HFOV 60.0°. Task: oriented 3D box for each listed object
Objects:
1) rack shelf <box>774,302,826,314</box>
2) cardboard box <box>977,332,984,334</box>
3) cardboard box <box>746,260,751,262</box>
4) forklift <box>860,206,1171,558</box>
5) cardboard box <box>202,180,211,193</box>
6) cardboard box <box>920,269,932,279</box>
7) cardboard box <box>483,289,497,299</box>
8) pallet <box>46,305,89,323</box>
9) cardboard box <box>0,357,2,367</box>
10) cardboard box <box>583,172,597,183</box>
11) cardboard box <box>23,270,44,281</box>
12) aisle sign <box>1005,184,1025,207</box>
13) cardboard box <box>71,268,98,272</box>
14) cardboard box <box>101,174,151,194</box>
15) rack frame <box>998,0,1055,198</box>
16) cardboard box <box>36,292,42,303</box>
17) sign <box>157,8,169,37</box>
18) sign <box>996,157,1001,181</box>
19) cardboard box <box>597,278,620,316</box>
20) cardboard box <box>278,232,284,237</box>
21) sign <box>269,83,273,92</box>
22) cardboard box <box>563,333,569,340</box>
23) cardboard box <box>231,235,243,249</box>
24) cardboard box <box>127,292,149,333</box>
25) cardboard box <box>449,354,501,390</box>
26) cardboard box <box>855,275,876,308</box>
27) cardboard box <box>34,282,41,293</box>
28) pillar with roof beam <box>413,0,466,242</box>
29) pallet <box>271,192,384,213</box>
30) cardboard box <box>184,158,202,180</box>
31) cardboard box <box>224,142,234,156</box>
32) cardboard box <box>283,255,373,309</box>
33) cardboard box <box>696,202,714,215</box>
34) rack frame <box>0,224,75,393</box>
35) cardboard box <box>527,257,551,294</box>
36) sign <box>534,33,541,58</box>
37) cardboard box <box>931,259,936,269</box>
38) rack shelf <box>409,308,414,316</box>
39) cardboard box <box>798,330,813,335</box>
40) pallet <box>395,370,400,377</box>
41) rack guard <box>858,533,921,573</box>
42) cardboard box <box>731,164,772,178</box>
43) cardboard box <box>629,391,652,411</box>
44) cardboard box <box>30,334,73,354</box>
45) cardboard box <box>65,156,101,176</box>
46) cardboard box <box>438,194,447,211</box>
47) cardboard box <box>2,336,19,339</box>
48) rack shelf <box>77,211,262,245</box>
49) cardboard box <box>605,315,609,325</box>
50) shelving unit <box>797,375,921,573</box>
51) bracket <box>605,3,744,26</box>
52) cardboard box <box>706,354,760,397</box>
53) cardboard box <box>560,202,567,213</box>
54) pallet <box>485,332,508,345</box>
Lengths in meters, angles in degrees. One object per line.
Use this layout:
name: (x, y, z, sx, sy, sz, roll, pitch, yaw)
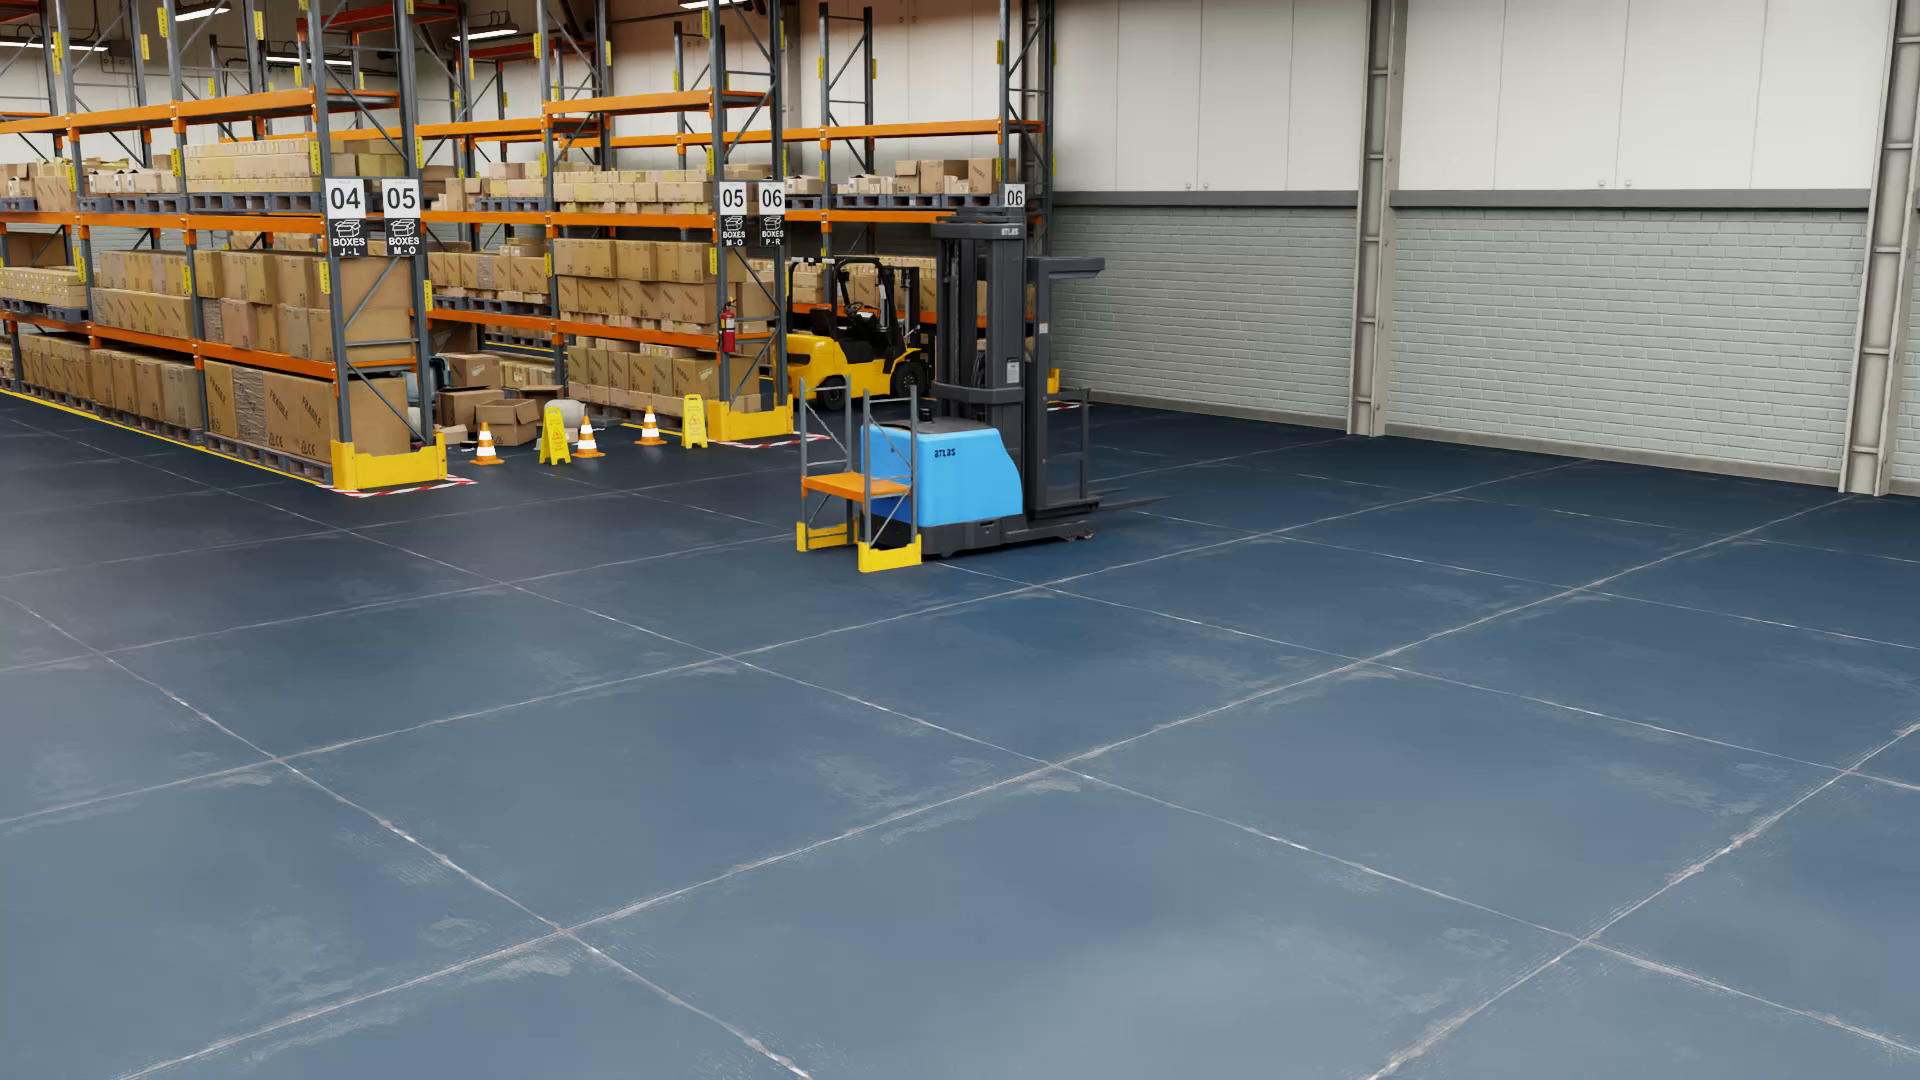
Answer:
rack shelf: (-3.189, -4.013, 28.741, 1.077, 0.370, 4.000, -11, 16, -43)
cardboard box: (0.075, -3.082, 25.734, 0.500, 0.250, 0.500, -11, 16, -43)
cardboard box: (-3.664, -4.750, 28.677, 0.380, 0.149, 0.250, -10, 16, -41)
forklift: (0.599, -1.500, 14.927, 3.031, 2.935, 1.130, -9, 14, -36)
cardboard box: (-8.548, -4.103, 19.294, 0.380, 0.149, 0.250, -11, 16, -43)
cardboard box: (-0.391, -4.052, 25.291, 0.380, 0.149, 0.250, -11, 16, -42)
cardboard box: (-6.986, -3.732, 25.174, 0.380, 0.149, 0.250, -10, 15, -41)
pallet: (-12.237, -3.256, 23.757, 1.213, 0.211, 1.003, -11, 16, -43)
cardboard box: (-15.271, -2.876, 26.723, 0.250, 0.149, 0.380, 11, 16, 43)
cardboard box: (-4.875, -4.911, 22.528, 0.380, 0.149, 0.250, -11, 16, -43)
cardboard box: (-13.597, -3.909, 24.556, 0.380, 0.149, 0.250, -10, 15, -40)
aisle sign: (0.788, -4.713, 23.910, 0.394, 0.787, 0.004, -11, 16, -43)
cardboard box: (-13.112, -3.997, 24.986, 0.250, 0.149, 0.380, 11, 16, 43)
cardboard box: (-10.981, -4.702, 21.949, 0.500, 0.250, 0.500, -10, 16, -41)
rack frame: (0.955, -6.428, 23.813, 1.000, 3.000, 0.127, -11, 16, -43)
cardboard box: (-13.223, -3.539, 24.239, 0.380, 0.149, 0.250, -10, 15, -41)
sign: (-9.289, -6.034, 19.389, 0.100, 0.325, 0.005, -11, 16, -43)
sign: (0.553, -5.281, 23.677, 0.100, 0.325, 0.005, -11, 16, -43)
cardboard box: (-4.592, -3.328, 22.647, 0.500, 0.500, 0.500, -11, 16, -43)
cardboard box: (-12.200, -5.602, 30.333, 0.380, 0.149, 0.250, -11, 16, -44)
sign: (-13.280, -8.641, 32.041, 0.100, 0.325, 0.005, -11, 16, -43)
cardboard box: (-7.929, -4.091, 33.360, 0.250, 0.149, 0.380, 11, 16, 43)
cardboard box: (-13.556, -5.562, 31.748, 0.500, 0.500, 0.500, -11, 16, -44)
cardboard box: (-10.509, -2.986, 21.724, 0.500, 0.500, 0.500, -11, 16, -43)
cardboard box: (-6.662, -2.276, 22.842, 0.500, 0.500, 0.500, -11, 16, -43)
cardboard box: (-1.318, -3.948, 26.393, 0.500, 0.500, 0.500, -11, 16, -42)
cardboard box: (-13.230, -3.686, 24.213, 0.380, 0.149, 0.250, -10, 16, -41)
pillar with roof beam: (-14.418, -8.683, 34.754, 9.100, 9.000, 0.548, -11, 16, -43)
pallet: (-6.663, -3.626, 17.863, 1.003, 0.211, 1.213, -11, 16, -43)
cardboard box: (-8.770, -4.363, 19.566, 0.500, 0.250, 0.500, -11, 16, -42)
cardboard box: (-8.020, -4.382, 18.673, 0.380, 0.149, 0.250, -11, 16, -43)
cardboard box: (-6.818, -2.823, 18.131, 0.875, 0.550, 0.550, -11, 16, -43)
cardboard box: (-3.081, -4.157, 20.844, 0.380, 0.149, 0.250, -11, 16, -42)
rack frame: (-14.430, -3.845, 26.139, 1.000, 3.000, 0.127, -11, 16, -43)
cardboard box: (-5.880, -3.817, 23.981, 0.500, 0.500, 0.500, -11, 16, -44)
sign: (-5.792, -6.777, 22.796, 0.100, 0.325, 0.005, -11, 16, -43)
cardboard box: (-0.216, -4.161, 25.080, 0.380, 0.149, 0.250, -10, 16, -41)
rack shelf: (-9.538, -3.905, 28.214, 1.077, 0.370, 4.000, -11, 16, -43)
cardboard box: (-2.176, -3.191, 27.811, 0.875, 0.625, 0.625, -10, 15, -40)
pallet: (-8.647, -2.725, 27.616, 1.003, 0.211, 1.213, -11, 16, -43)
rack guard: (-0.579, 0.105, 13.780, 0.587, 0.250, 0.087, -8, 14, -35)
cardboard box: (-3.543, -6.142, 28.321, 0.500, 0.500, 0.500, -10, 16, -41)
cardboard box: (-4.103, -1.890, 22.423, 0.500, 0.250, 0.500, 11, 16, 43)
cardboard box: (-13.741, -2.971, 25.195, 0.500, 0.250, 0.500, -10, 16, -41)
cardboard box: (-12.135, -5.177, 23.026, 0.396, 0.266, 0.258, -11, 16, -43)
cardboard box: (-7.886, -5.262, 25.917, 0.396, 0.266, 0.258, -11, 16, -43)
cardboard box: (-16.241, -3.422, 28.640, 0.380, 0.149, 0.250, -11, 16, -44)
rack shelf: (-10.286, -4.086, 21.658, 1.077, 0.370, 4.000, -11, 16, -43)
cardboard box: (-4.640, -3.028, 22.799, 0.380, 0.149, 0.250, -11, 16, -43)
shelving unit: (-0.869, -0.588, 14.050, 0.587, 1.500, 1.083, -8, 14, -35)
bracket: (-5.340, -9.681, 30.681, 0.076, 0.066, 4.783, -11, 16, -43)
cardboard box: (-3.006, -2.184, 21.992, 0.500, 0.500, 0.500, 11, 16, 43)
cardboard box: (-5.357, -4.647, 23.223, 0.380, 0.149, 0.250, -11, 16, -43)
pallet: (-9.491, -4.332, 35.415, 1.003, 0.211, 1.213, -11, 16, -43)
